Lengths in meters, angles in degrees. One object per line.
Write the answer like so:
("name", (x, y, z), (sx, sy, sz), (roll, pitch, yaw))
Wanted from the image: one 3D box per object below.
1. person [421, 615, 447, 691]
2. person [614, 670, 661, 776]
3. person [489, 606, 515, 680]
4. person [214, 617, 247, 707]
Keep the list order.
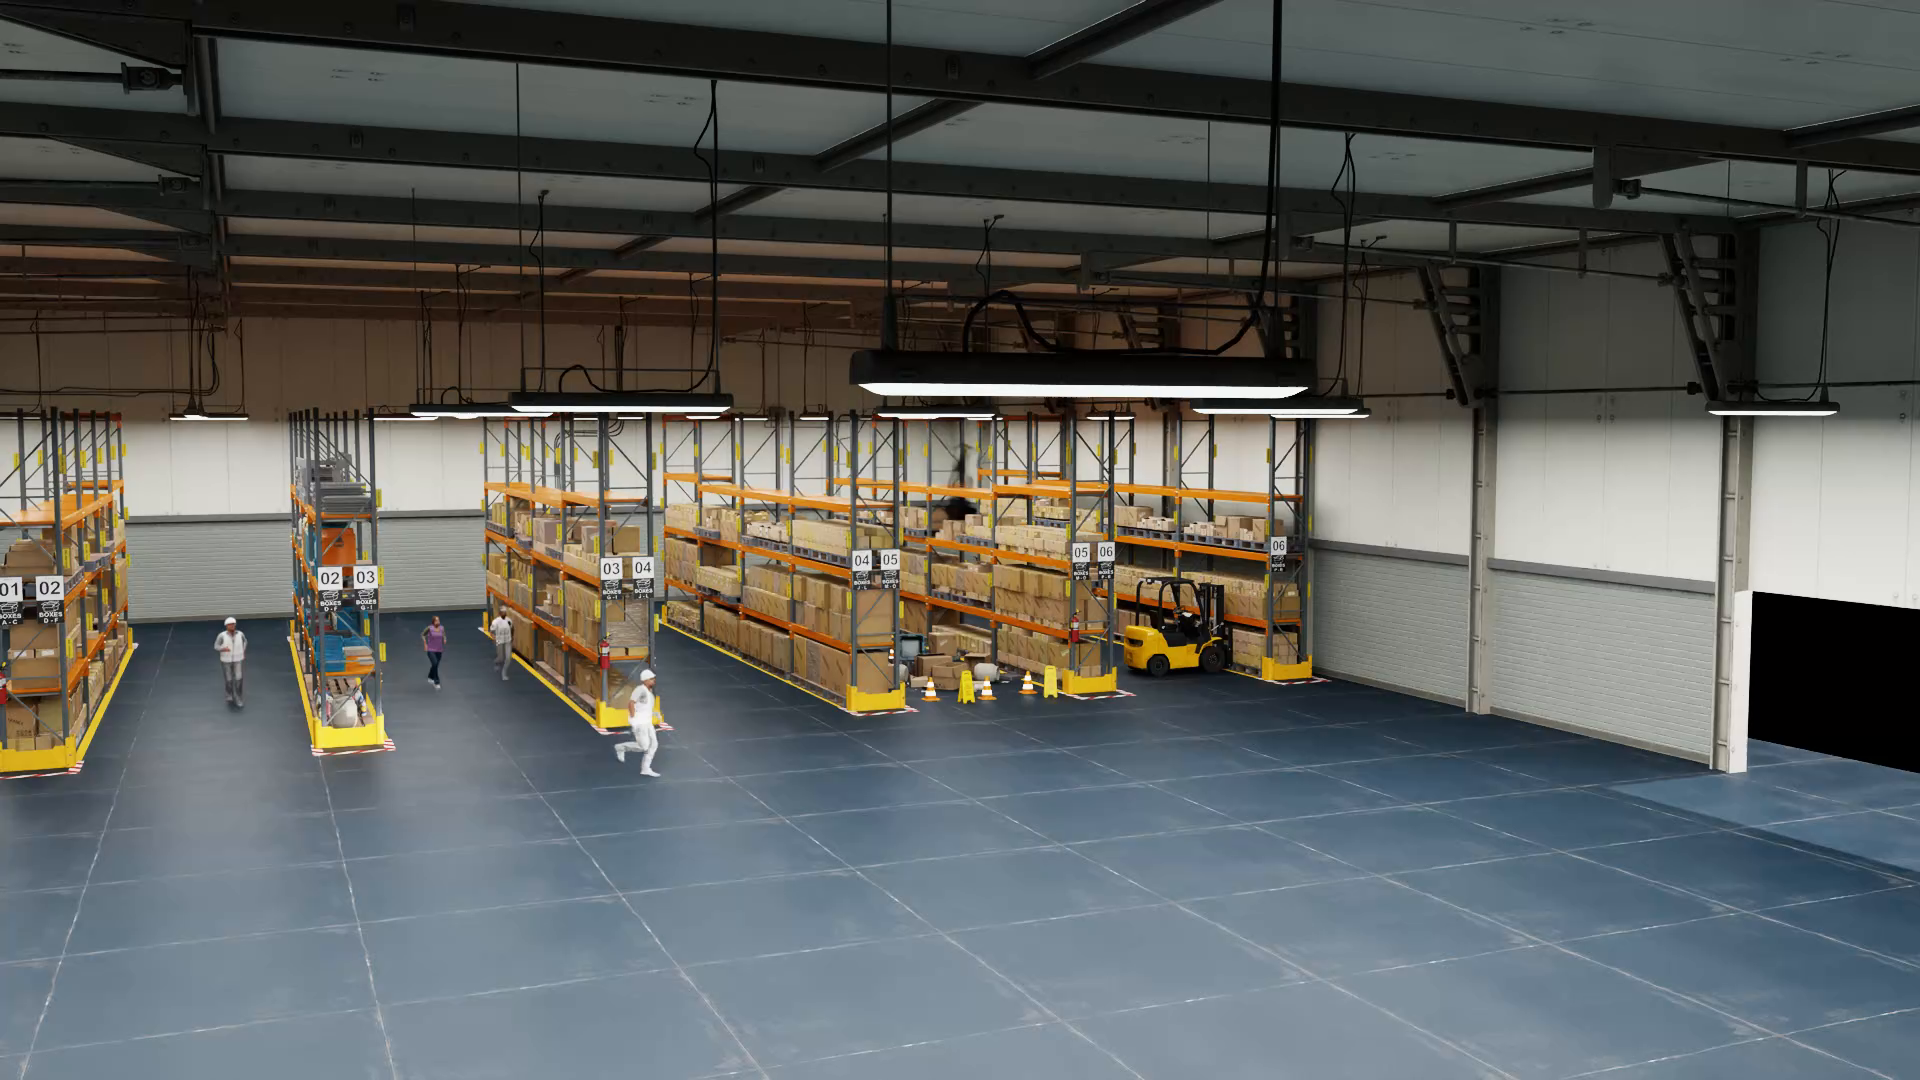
("person", (-11.332, 2.440, 35.879), (0.475, 1.604, 0.835), (-4, 6, -43))
("person", (-5.254, 2.981, 27.074), (0.734, 1.744, 0.712), (1, 4, 8))
("person", (-10.273, 2.302, 37.363), (0.586, 1.679, 0.618), (-3, 5, -32))
("person", (-14.813, 2.480, 33.799), (0.637, 1.830, 0.777), (-2, 5, -28))
